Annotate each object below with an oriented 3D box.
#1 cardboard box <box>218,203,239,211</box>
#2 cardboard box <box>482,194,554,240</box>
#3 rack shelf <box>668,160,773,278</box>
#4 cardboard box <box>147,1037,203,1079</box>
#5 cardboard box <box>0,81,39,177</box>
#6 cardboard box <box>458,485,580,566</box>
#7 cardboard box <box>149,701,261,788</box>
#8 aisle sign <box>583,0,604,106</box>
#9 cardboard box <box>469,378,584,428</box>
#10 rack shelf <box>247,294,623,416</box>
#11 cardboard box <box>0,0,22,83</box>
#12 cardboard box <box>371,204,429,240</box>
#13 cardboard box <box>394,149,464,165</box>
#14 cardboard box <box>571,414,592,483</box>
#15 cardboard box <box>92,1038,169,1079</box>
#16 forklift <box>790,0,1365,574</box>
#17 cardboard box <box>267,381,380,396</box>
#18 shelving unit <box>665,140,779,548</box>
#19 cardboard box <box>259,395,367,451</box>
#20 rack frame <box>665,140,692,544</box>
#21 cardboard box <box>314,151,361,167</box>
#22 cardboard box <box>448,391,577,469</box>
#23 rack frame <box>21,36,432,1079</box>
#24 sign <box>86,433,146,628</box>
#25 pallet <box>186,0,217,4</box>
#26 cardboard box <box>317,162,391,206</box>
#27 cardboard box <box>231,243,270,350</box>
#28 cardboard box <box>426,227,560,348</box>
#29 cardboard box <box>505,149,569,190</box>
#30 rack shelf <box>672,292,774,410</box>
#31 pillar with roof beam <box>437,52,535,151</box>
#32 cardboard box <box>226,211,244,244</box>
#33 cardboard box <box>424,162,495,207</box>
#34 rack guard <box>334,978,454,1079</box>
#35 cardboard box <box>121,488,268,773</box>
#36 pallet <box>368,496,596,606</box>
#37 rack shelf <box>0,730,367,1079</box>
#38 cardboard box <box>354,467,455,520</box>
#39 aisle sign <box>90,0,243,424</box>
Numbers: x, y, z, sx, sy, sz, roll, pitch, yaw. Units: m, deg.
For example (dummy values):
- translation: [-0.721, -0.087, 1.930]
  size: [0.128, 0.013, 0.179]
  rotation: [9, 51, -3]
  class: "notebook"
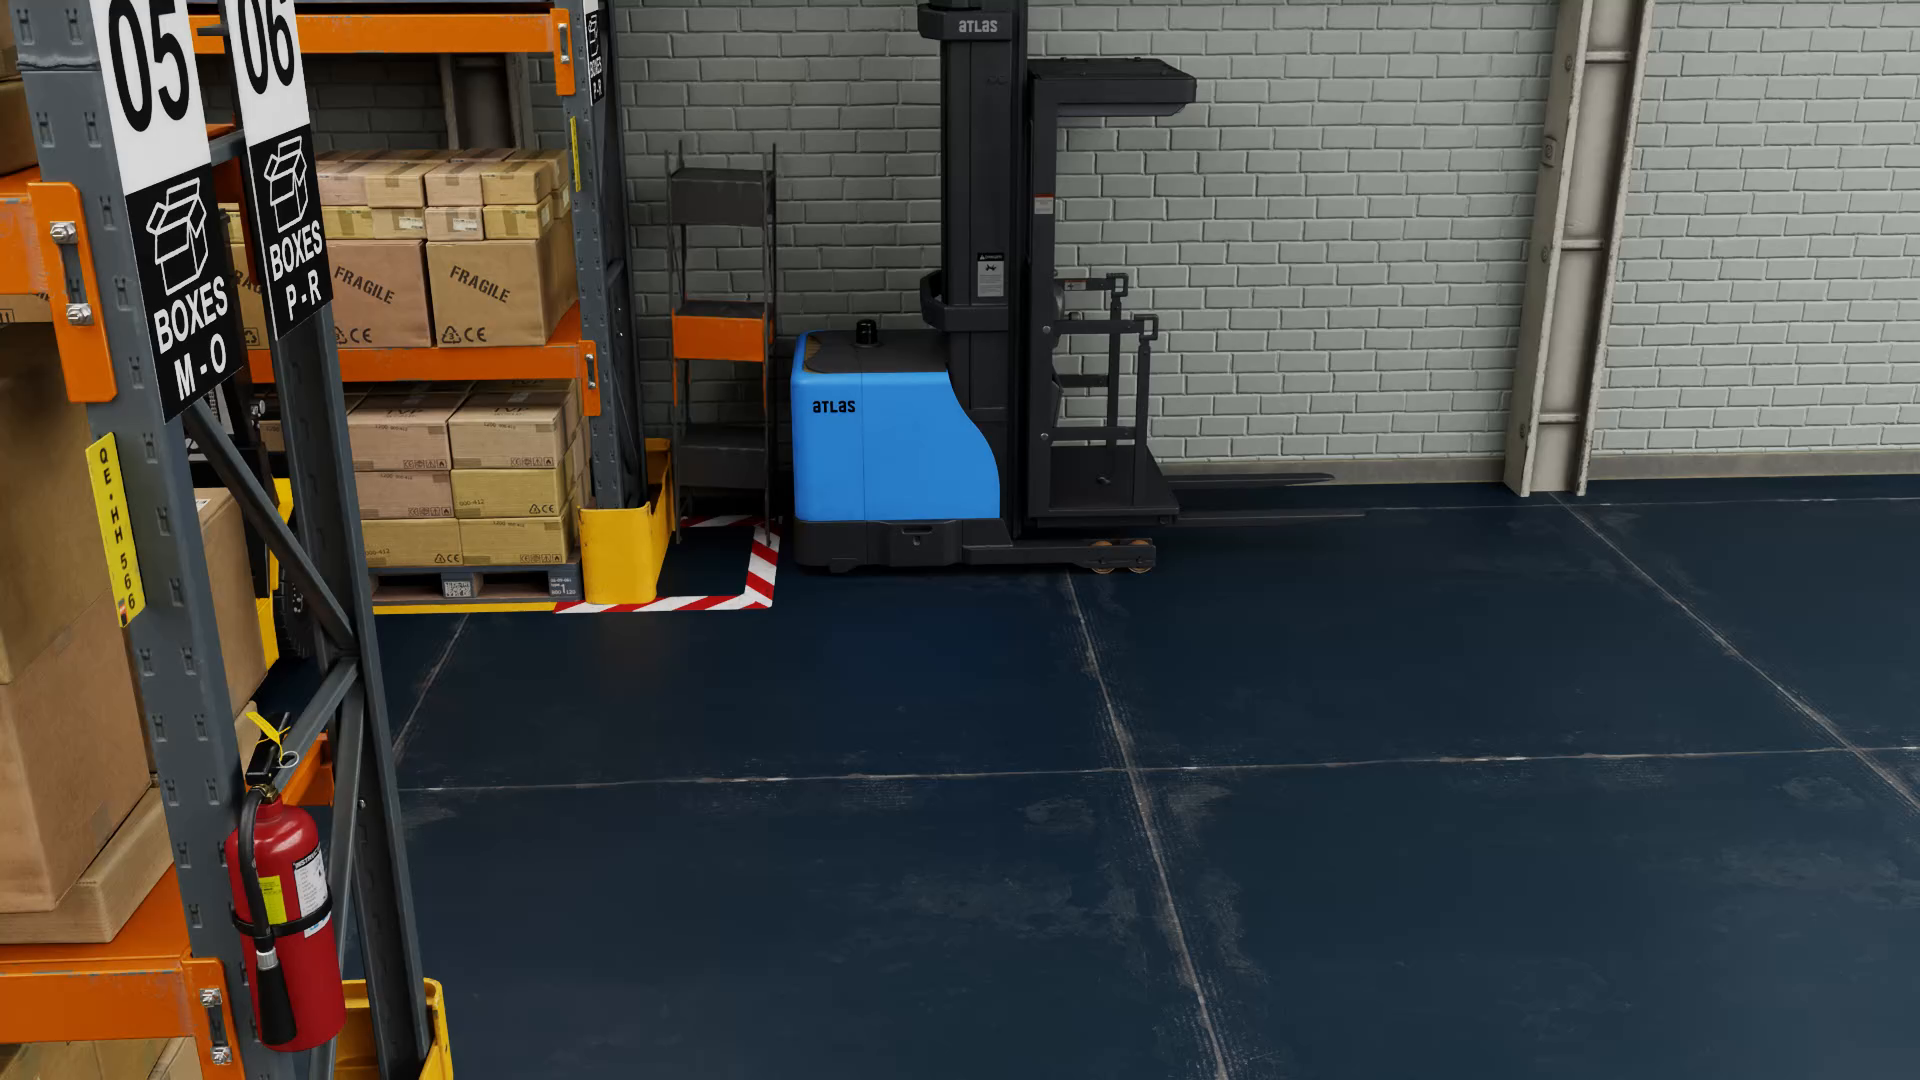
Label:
- translation: [-3.372, -1.633, 7.725]
  size: [0.250, 0.149, 0.380]
  rotation: [-1, 21, -2]
  class: "cardboard box"
- translation: [-2.088, -1.531, 7.875]
  size: [0.250, 0.149, 0.380]
  rotation: [-1, 21, -2]
  class: "cardboard box"
- translation: [-1.222, -1.659, 8.576]
  size: [0.480, 0.518, 0.431]
  rotation: [2, 21, 1]
  class: "rack shelf"
- translation: [-2.292, 1.482, 4.287]
  size: [0.500, 0.250, 0.500]
  rotation: [-1, 21, -3]
  class: "cardboard box"
- translation: [-1.811, -0.703, 2.888]
  size: [0.250, 0.149, 0.380]
  rotation: [-1, 21, -3]
  class: "cardboard box"
- translation: [-2.209, -0.078, 8.383]
  size: [0.500, 0.250, 0.500]
  rotation: [-1, 21, -3]
  class: "cardboard box"
- translation: [-1.821, 0.526, 3.877]
  size: [0.250, 0.149, 0.380]
  rotation: [-1, 21, -3]
  class: "cardboard box"
- translation: [-1.675, -2.400, 7.555]
  size: [0.004, 0.787, 0.394]
  rotation: [-1, 21, -3]
  class: "aisle sign"
- translation: [-2.248, -0.724, 8.676]
  size: [0.500, 0.250, 0.500]
  rotation: [-1, 21, -4]
  class: "cardboard box"
- translation: [-3.754, -0.911, 8.310]
  size: [4.000, 0.370, 1.077]
  rotation: [-1, 21, -3]
  class: "rack shelf"
- translation: [-1.966, -0.890, 2.819]
  size: [0.500, 0.250, 0.500]
  rotation: [-1, 21, -4]
  class: "cardboard box"
- translation: [-2.604, -1.532, 7.877]
  size: [0.250, 0.149, 0.380]
  rotation: [-1, 21, -2]
  class: "cardboard box"
- translation: [-2.631, -1.842, 8.274]
  size: [0.250, 0.149, 0.380]
  rotation: [-1, 21, -2]
  class: "cardboard box"
- translation: [-2.239, -0.497, 8.783]
  size: [0.500, 0.250, 0.500]
  rotation: [-1, 21, -2]
  class: "cardboard box"
- translation: [-2.315, 1.132, 4.152]
  size: [0.500, 0.500, 0.500]
  rotation: [-2, 21, -5]
  class: "cardboard box"
- translation: [0.627, -1.382, 8.632]
  size: [3.031, 2.935, 1.130]
  rotation: [-1, 21, -3]
  class: "forklift"
- translation: [-3.247, -0.706, 8.629]
  size: [0.500, 0.250, 0.500]
  rotation: [-1, 21, -3]
  class: "cardboard box"
- translation: [-1.245, -1.018, 8.821]
  size: [0.503, 2.100, 0.431]
  rotation: [2, 21, 1]
  class: "shelving unit"
- translation: [-3.212, -0.520, 8.141]
  size: [0.500, 0.250, 0.500]
  rotation: [-1, 21, -2]
  class: "cardboard box"
- translation: [-1.489, -1.028, 8.824]
  size: [0.015, 2.100, 0.400]
  rotation: [2, 21, 1]
  class: "rack frame"
- translation: [-3.141, -1.828, 8.237]
  size: [0.250, 0.149, 0.380]
  rotation: [-1, 21, -1]
  class: "cardboard box"
- translation: [-2.199, -0.546, 8.210]
  size: [0.500, 0.250, 0.500]
  rotation: [0, 21, -1]
  class: "cardboard box"
- translation: [-1.470, 0.475, 3.657]
  size: [0.127, 3.000, 1.000]
  rotation: [-1, 21, -3]
  class: "rack frame"
- translation: [-1.459, -0.016, 2.876]
  size: [0.005, 0.325, 0.100]
  rotation: [-1, 21, -3]
  class: "sign"
- translation: [-3.686, -2.618, 7.689]
  size: [1.213, 0.211, 1.003]
  rotation: [-1, 21, -3]
  class: "pallet"
- translation: [-2.860, -1.685, 7.861]
  size: [0.250, 0.149, 0.380]
  rotation: [-1, 21, -3]
  class: "cardboard box"
- translation: [-3.264, -1.214, 7.953]
  size: [0.500, 0.500, 0.500]
  rotation: [-2, 21, -4]
  class: "cardboard box"
- translation: [-2.234, -1.232, 7.999]
  size: [0.500, 0.500, 0.500]
  rotation: [-2, 21, -4]
  class: "cardboard box"
- translation: [-2.105, -1.846, 8.284]
  size: [0.250, 0.149, 0.380]
  rotation: [-2, 21, -4]
  class: "cardboard box"
- translation: [-1.245, -1.005, 8.825]
  size: [0.480, 0.518, 0.431]
  rotation: [2, 21, 1]
  class: "rack shelf"
- translation: [-2.258, -2.869, 4.008]
  size: [0.400, 9.000, 9.100]
  rotation: [-1, 21, -3]
  class: "pillar with roof beam"
- translation: [-3.367, -1.497, 7.784]
  size: [0.250, 0.149, 0.380]
  rotation: [-1, 21, -3]
  class: "cardboard box"
- translation: [-2.348, -1.679, 7.844]
  size: [0.250, 0.149, 0.380]
  rotation: [-1, 21, -3]
  class: "cardboard box"
- translation: [-1.546, 1.645, 4.098]
  size: [0.348, 0.500, 1.175]
  rotation: [-1, 21, -3]
  class: "rack guard"
- translation: [-1.959, 0.200, 3.820]
  size: [0.500, 0.500, 0.500]
  rotation: [-1, 21, -4]
  class: "cardboard box"
- translation: [-2.519, 0.045, 8.705]
  size: [1.213, 0.211, 1.003]
  rotation: [-1, 21, -3]
  class: "pallet"
- translation: [-3.467, 0.852, 3.679]
  size: [4.000, 0.370, 1.077]
  rotation: [-1, 21, -3]
  class: "rack shelf"
- translation: [-2.727, -0.306, 8.280]
  size: [0.500, 0.250, 0.500]
  rotation: [-1, 21, -4]
  class: "cardboard box"
- translation: [-1.392, -0.638, 2.928]
  size: [0.004, 0.787, 0.394]
  rotation: [-1, 21, -3]
  class: "aisle sign"
